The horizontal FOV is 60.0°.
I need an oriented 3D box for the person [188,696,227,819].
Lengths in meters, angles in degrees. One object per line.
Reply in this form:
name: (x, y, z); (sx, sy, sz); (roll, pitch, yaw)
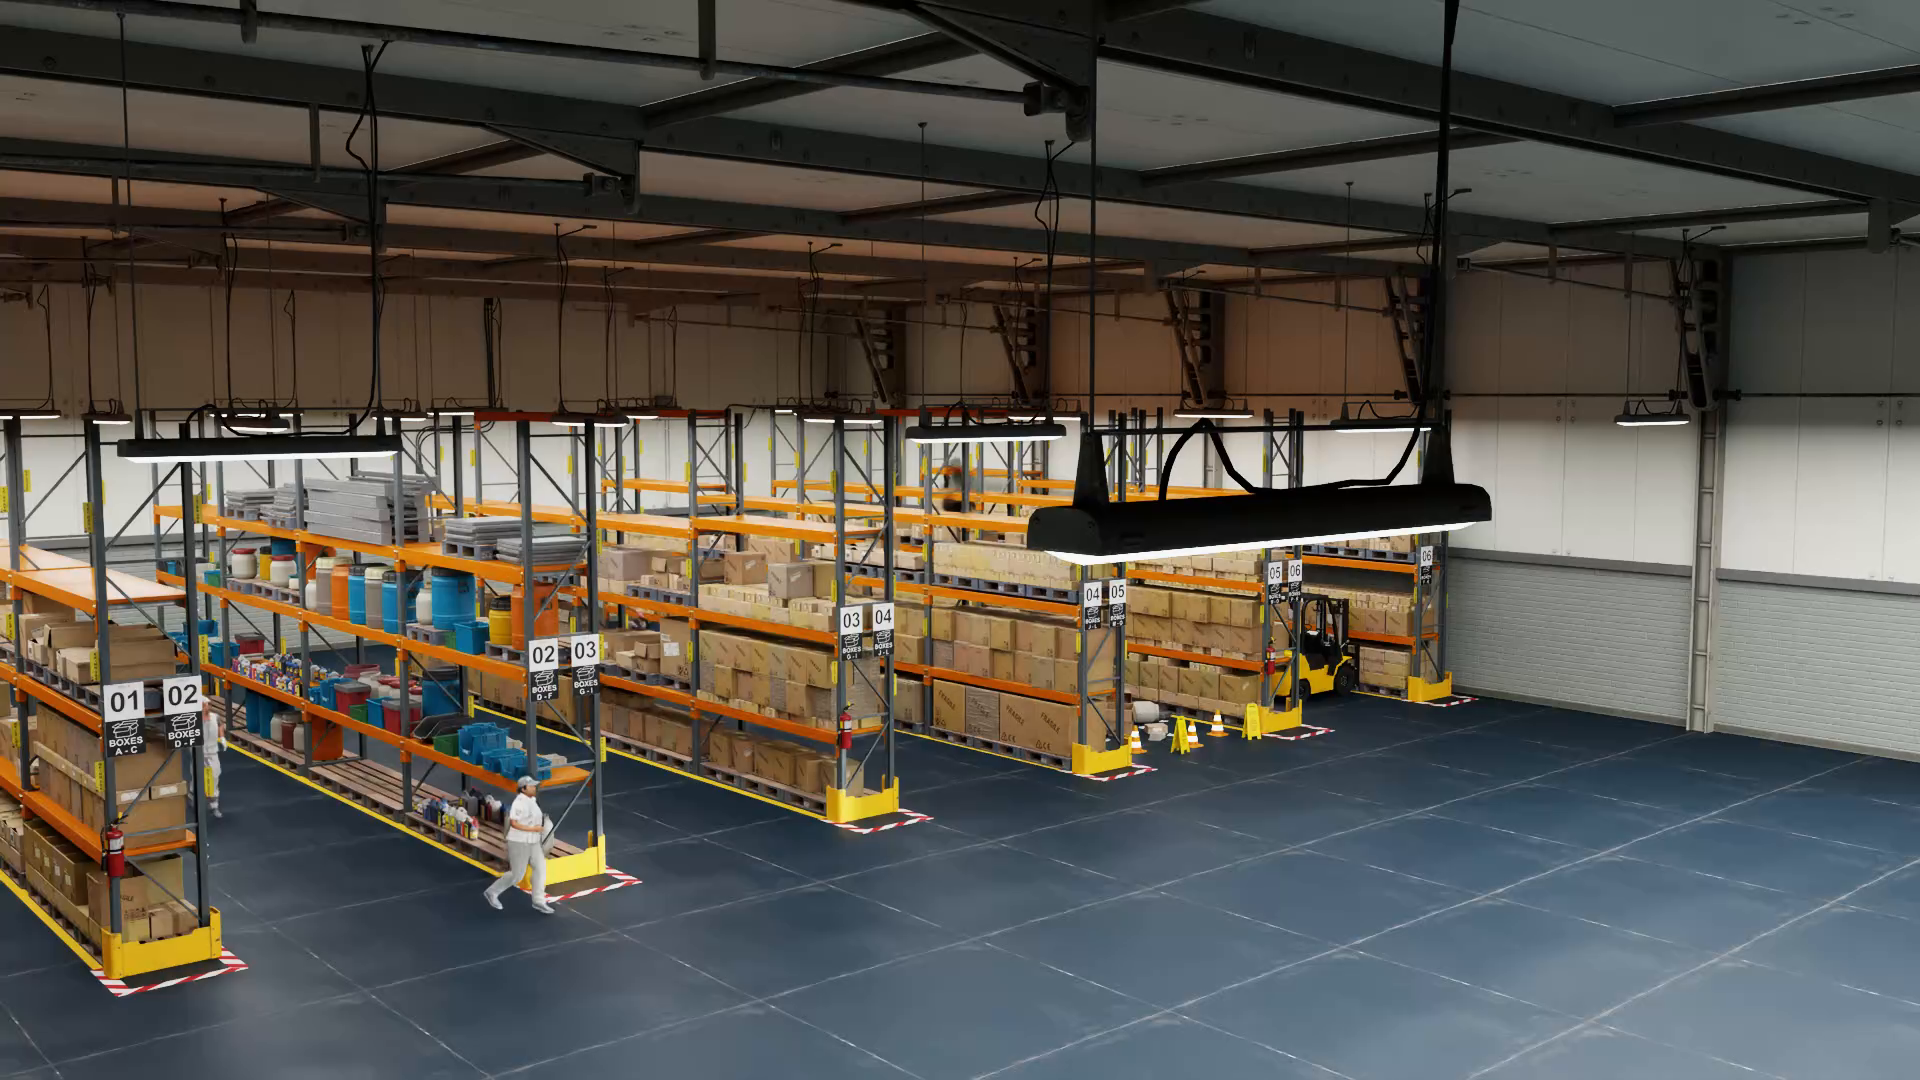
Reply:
person: (-11.366, 3.233, 25.012); (0.681, 1.804, 0.886); (-5, 7, -43)

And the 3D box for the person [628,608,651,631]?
person: (-6.958, 2.315, 36.183); (0.658, 1.680, 0.660); (5, 7, 44)

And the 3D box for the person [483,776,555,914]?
person: (-5.377, 3.727, 20.381); (0.851, 1.686, 0.632); (1, 5, 6)
